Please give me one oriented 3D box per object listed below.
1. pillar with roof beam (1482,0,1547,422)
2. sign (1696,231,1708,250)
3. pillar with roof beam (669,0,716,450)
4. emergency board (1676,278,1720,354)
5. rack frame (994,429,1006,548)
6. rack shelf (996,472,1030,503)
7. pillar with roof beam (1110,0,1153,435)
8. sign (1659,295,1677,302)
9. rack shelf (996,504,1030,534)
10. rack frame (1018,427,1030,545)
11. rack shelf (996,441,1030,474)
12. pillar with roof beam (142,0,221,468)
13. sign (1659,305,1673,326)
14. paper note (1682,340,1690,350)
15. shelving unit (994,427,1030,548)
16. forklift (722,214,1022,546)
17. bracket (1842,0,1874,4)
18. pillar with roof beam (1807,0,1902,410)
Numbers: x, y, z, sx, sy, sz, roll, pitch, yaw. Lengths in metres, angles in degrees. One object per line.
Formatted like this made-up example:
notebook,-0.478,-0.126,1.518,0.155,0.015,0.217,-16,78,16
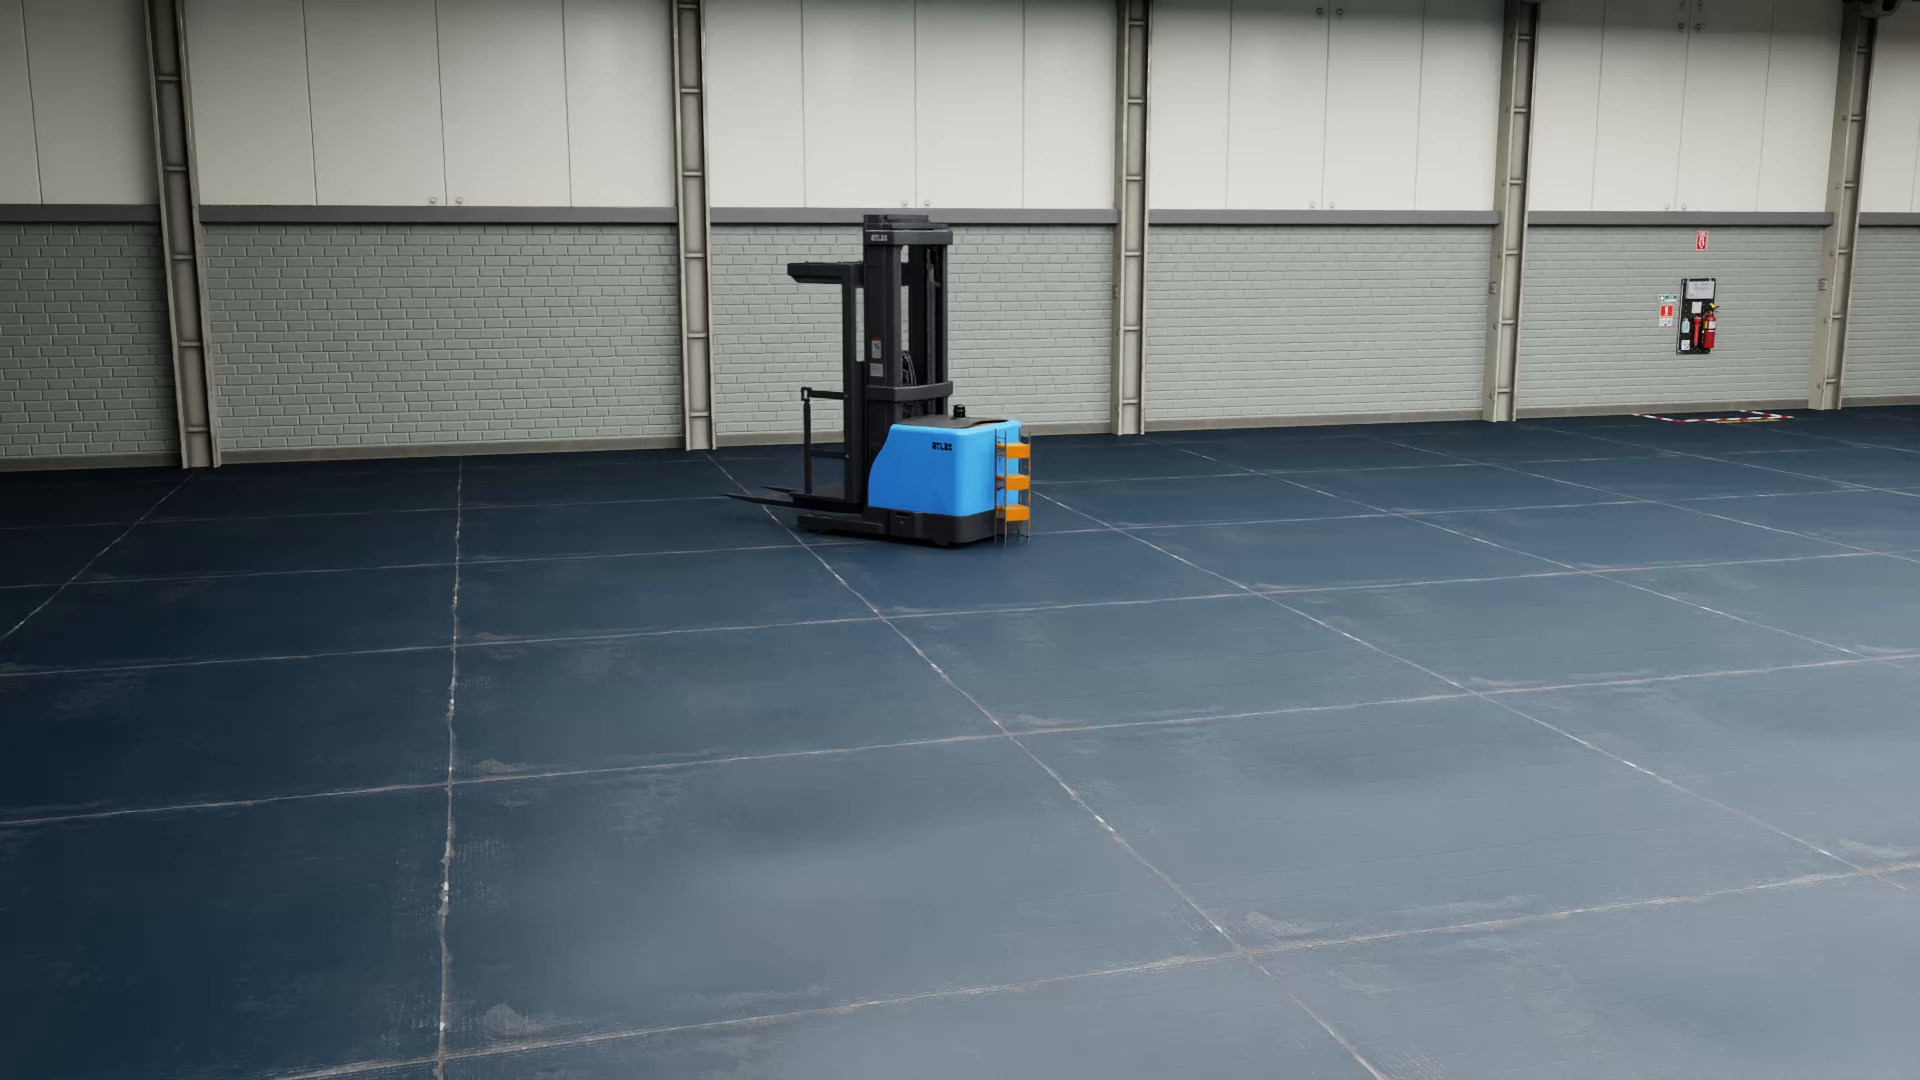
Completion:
pillar with roof beam,9.317,-5.484,20.183,0.548,9.000,9.100,-3,11,-16
sign,11.456,-4.624,25.679,0.199,0.298,0.001,-3,11,-16
pillar with roof beam,-2.205,-4.876,16.884,0.400,9.000,9.100,-3,11,-16
emergency board,11.491,-3.467,25.797,0.643,1.169,0.194,-3,11,-16
rack frame,0.361,-0.464,14.871,0.008,1.050,0.200,-5,12,-27
rack shelf,0.469,-0.464,14.928,0.240,0.259,0.215,-5,12,-27
pillar with roof beam,3.556,-5.180,18.534,0.400,9.000,9.100,-3,11,-16
sign,10.939,-3.734,25.684,0.331,0.109,0.001,-3,11,-16
rack shelf,0.469,-0.191,14.979,0.240,0.259,0.215,-5,12,-27
rack frame,0.577,-0.484,14.982,0.008,1.050,0.200,-5,12,-27
rack shelf,0.469,-0.743,14.877,0.240,0.259,0.215,-5,12,-27
pillar with roof beam,-7.965,-4.573,15.235,0.400,9.000,9.100,-3,11,-16
sign,10.932,-3.474,25.739,0.234,0.329,0.001,-3,11,-16
paper note,11.302,-3.037,25.894,0.142,0.148,0.016,-3,11,-16
shelving unit,0.469,-0.474,14.927,0.252,1.050,0.215,-5,12,-27
forklift,-0.926,-1.569,15.679,3.031,2.935,1.130,7,13,34
bracket,13.576,-8.223,25.122,0.430,0.232,0.235,-3,11,-16
pillar with roof beam,15.078,-5.787,21.832,0.548,9.000,9.100,-3,11,-16
